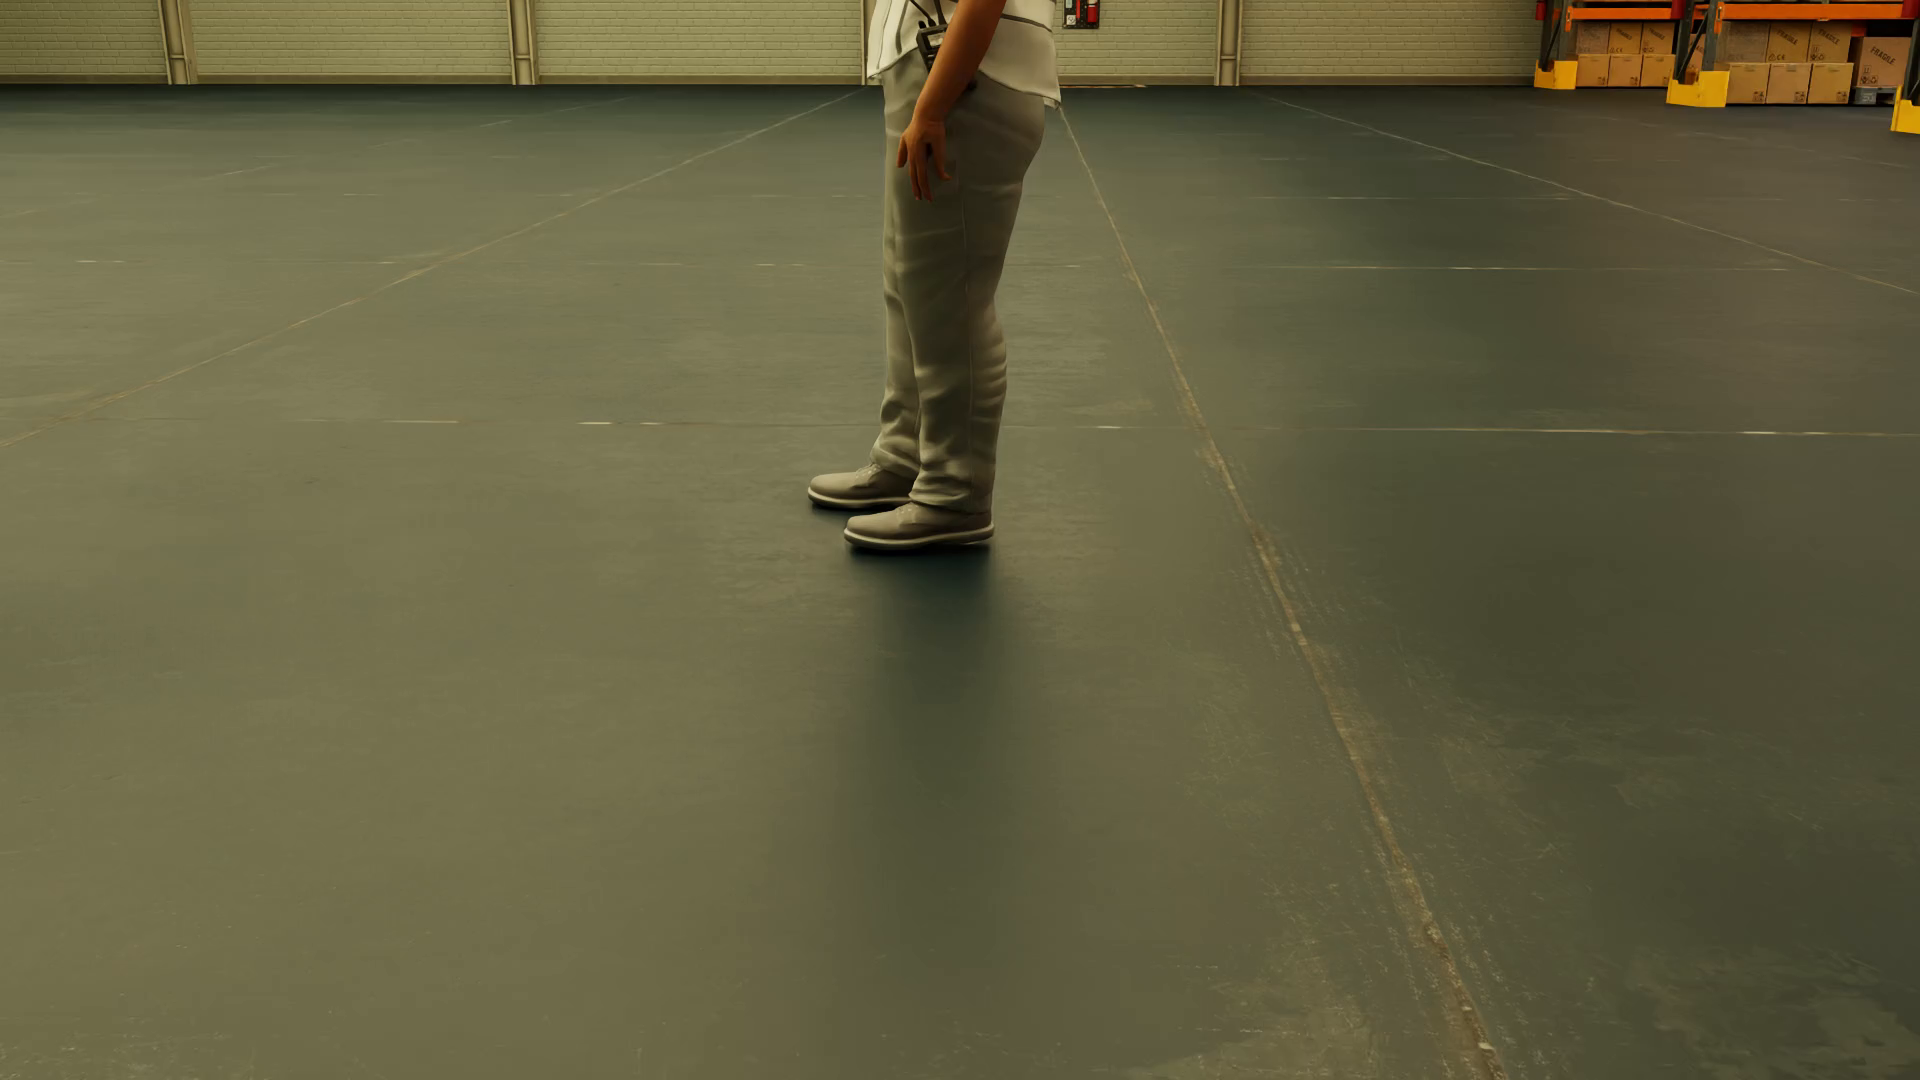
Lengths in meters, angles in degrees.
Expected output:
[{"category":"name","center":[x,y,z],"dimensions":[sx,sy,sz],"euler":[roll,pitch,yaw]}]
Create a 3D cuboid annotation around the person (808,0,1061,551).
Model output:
[{"category":"person","center":[-0.076,-0.810,3.147],"dimensions":[0.529,1.670,0.598],"euler":[1,17,2]}]
